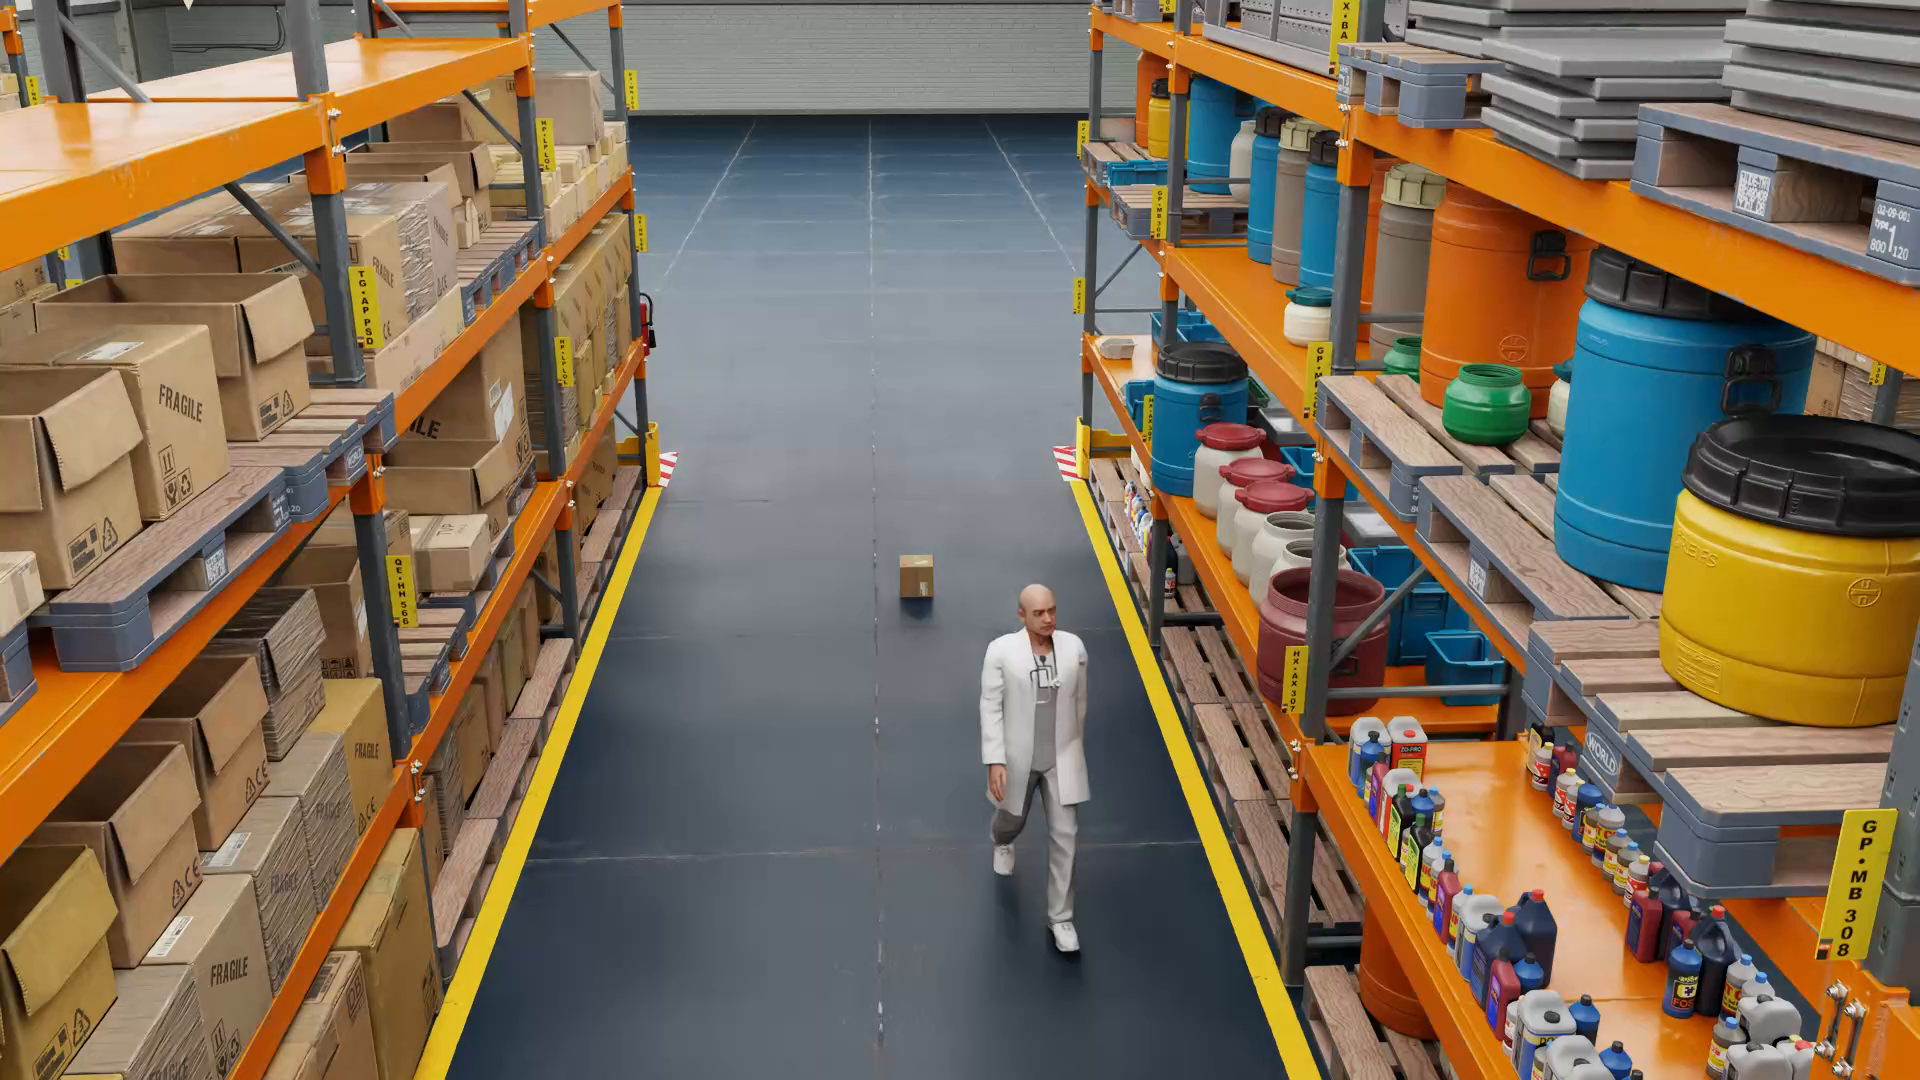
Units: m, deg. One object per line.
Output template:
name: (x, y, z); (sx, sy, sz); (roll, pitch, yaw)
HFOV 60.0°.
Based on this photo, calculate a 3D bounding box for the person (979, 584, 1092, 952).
person: (0.368, 1.047, 8.223); (0.561, 1.735, 1.049); (-3, 20, -8)
